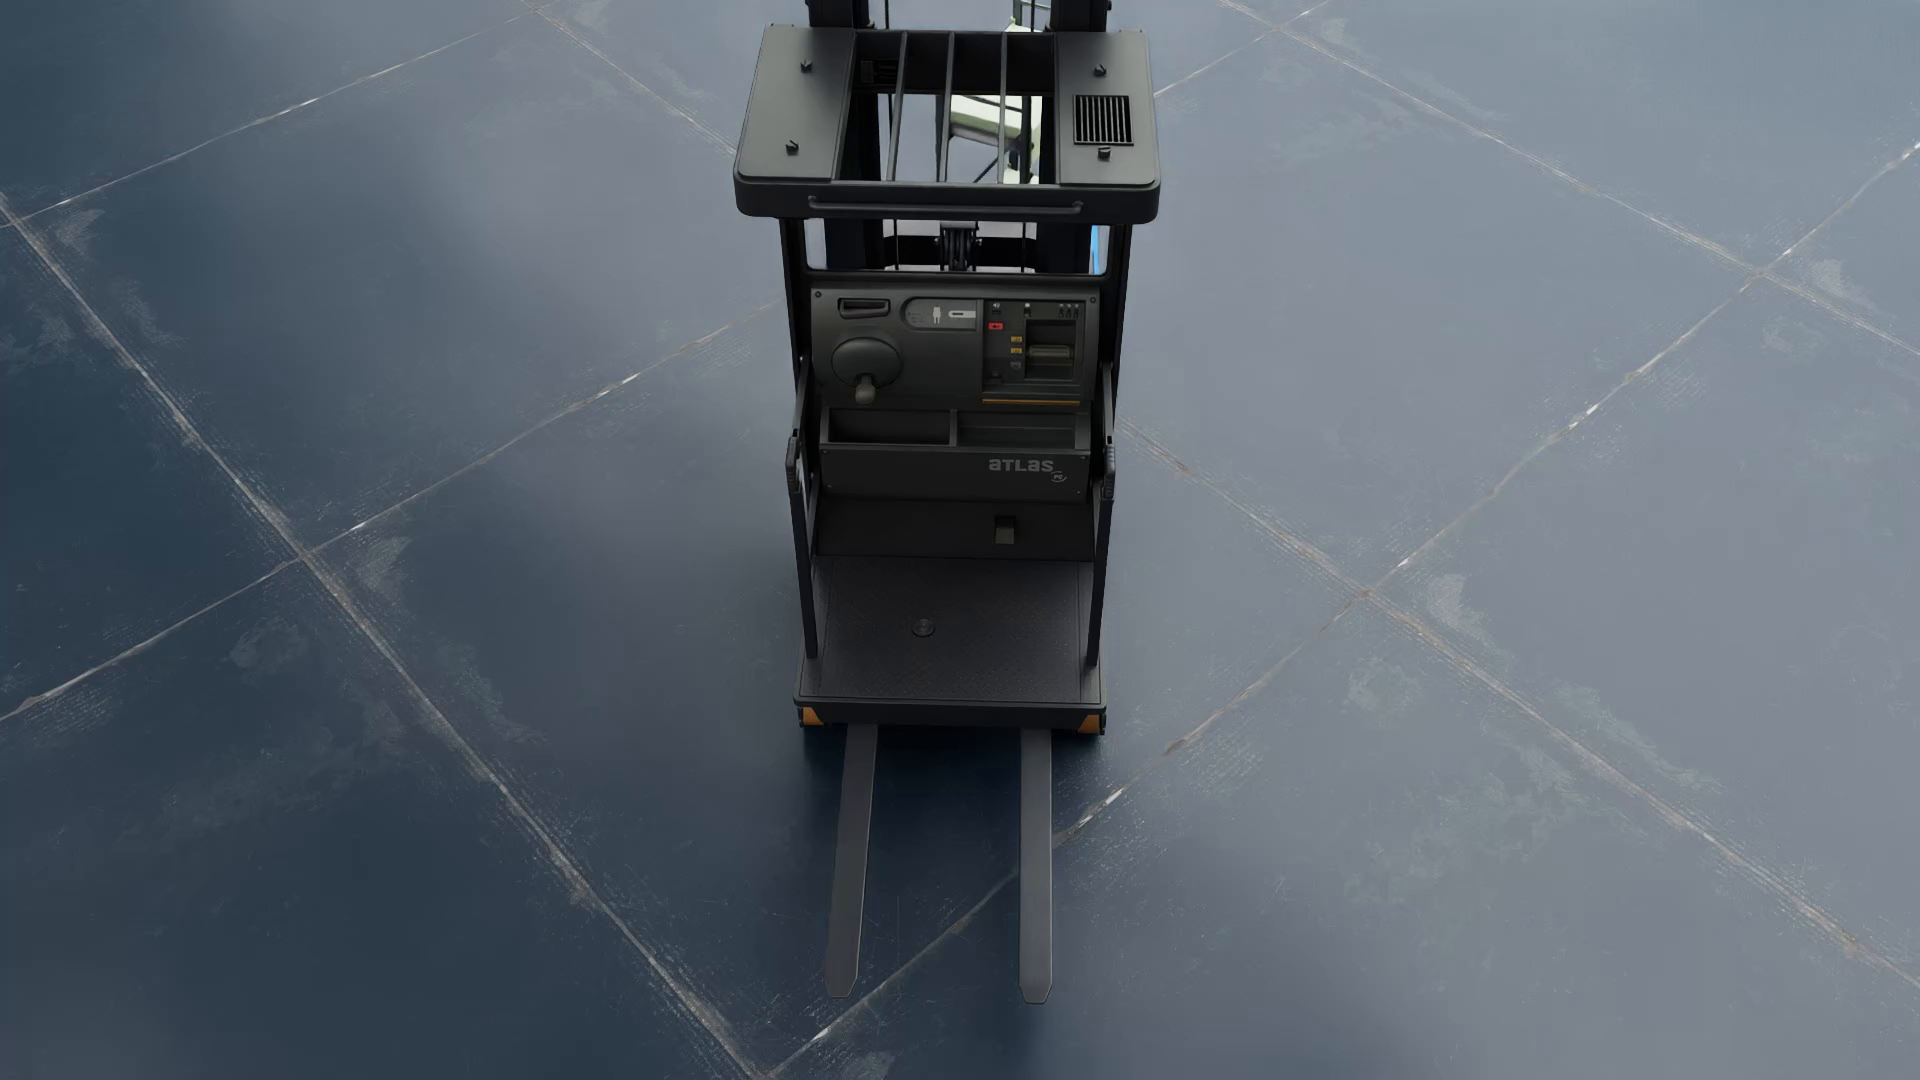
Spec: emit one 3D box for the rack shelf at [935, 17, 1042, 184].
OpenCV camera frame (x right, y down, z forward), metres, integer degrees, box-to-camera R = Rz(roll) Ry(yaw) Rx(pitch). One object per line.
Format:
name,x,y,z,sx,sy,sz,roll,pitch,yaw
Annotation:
rack shelf,0.248,-1.767,6.829,0.431,0.370,0.720,19,50,17

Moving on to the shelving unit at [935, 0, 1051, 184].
shelving unit,0.248,-1.503,7.116,0.431,1.500,0.755,19,50,17

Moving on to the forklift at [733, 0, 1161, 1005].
forklift,-0.021,-0.533,5.248,1.130,2.935,3.031,1,47,1

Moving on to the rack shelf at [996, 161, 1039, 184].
rack shelf,0.248,-1.282,7.356,0.431,0.370,0.720,19,50,17

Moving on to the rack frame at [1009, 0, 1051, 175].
rack frame,0.406,-1.746,7.340,0.400,1.500,0.023,19,50,17

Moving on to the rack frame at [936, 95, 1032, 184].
rack frame,0.090,-1.260,6.892,0.400,1.500,0.023,19,50,17
